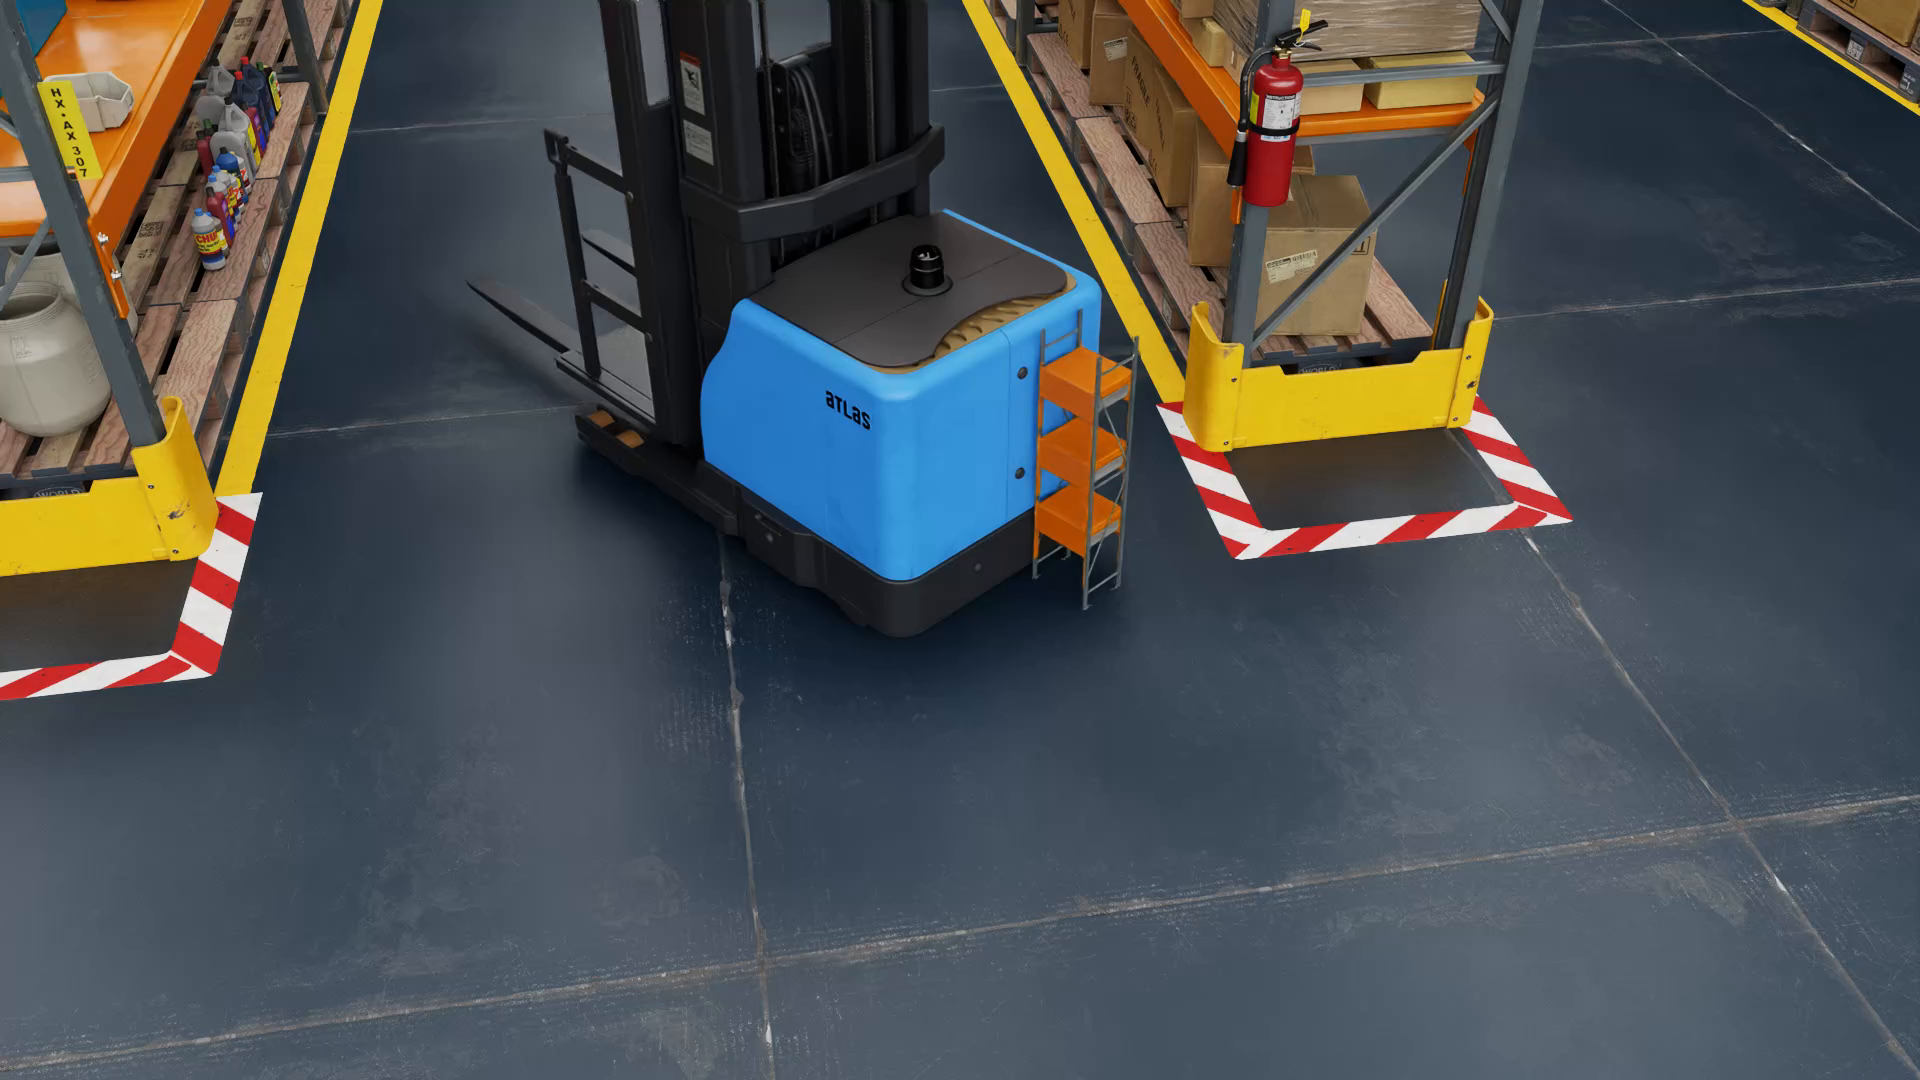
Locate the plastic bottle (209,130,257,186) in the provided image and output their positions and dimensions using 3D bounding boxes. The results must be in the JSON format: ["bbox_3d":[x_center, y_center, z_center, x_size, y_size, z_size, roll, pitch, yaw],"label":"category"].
[{"bbox_3d":[-3.533,-1.868,8.070,0.152,0.276,0.135,-6,38,-7],"label":"plastic bottle"}]

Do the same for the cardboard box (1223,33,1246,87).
[{"bbox_3d":[1.237,-1.855,6.398,0.380,0.149,0.250,-6,38,-8],"label":"cardboard box"}]

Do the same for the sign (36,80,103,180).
[{"bbox_3d":[-2.801,-1.287,5.236,0.100,0.325,0.005,-6,38,-8],"label":"sign"}]

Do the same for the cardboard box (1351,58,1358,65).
[{"bbox_3d":[1.693,-1.905,6.462,0.380,0.149,0.250,-6,38,-8],"label":"cardboard box"}]

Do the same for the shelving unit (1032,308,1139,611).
[{"bbox_3d":[0.422,-0.258,5.727,0.215,1.050,0.252,-31,48,-34],"label":"shelving unit"}]

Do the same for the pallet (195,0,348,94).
[{"bbox_3d":[-4.220,-2.906,9.818,1.003,0.211,1.213,-6,38,-8],"label":"pallet"}]

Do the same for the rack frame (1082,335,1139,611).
[{"bbox_3d":[0.508,-0.205,5.658,0.200,1.050,0.008,-31,48,-34],"label":"rack frame"}]

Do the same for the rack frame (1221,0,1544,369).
[{"bbox_3d":[1.533,-1.654,5.934,1.000,3.000,0.127,-6,38,-8],"label":"rack frame"}]

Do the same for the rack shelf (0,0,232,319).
[{"bbox_3d":[-3.694,-2.045,7.024,1.077,0.370,4.000,-6,38,-8],"label":"rack shelf"}]

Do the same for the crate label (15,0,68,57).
[{"bbox_3d":[-3.932,-2.218,6.631,0.502,0.435,0.616,-6,38,-8],"label":"crate label"}]

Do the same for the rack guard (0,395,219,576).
[{"bbox_3d":[-3.403,-0.175,6.067,1.175,0.500,0.348,-6,38,-8],"label":"rack guard"}]

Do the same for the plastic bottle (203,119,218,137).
[{"bbox_3d":[-3.654,-1.942,8.161,0.061,0.283,0.133,-6,38,-8],"label":"plastic bottle"}]

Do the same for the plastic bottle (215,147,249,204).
[{"bbox_3d":[-3.467,-1.736,7.904,0.097,0.271,0.097,0,38,0],"label":"plastic bottle"}]

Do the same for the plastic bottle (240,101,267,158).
[{"bbox_3d":[-3.544,-2.070,8.325,0.061,0.283,0.133,-4,38,-5],"label":"plastic bottle"}]

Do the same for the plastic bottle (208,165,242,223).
[{"bbox_3d":[-3.432,-1.613,7.747,0.097,0.271,0.097,0,38,0],"label":"plastic bottle"}]

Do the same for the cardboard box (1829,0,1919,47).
[{"bbox_3d":[5.774,-3.481,9.676,0.875,0.875,0.875,-6,38,-7],"label":"cardboard box"}]

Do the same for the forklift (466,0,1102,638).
[{"bbox_3d":[-0.894,-1.625,5.952,1.130,2.935,3.031,-31,48,-34],"label":"forklift"}]

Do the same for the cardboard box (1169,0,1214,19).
[{"bbox_3d":[1.258,-2.435,6.615,0.875,0.500,0.500,-6,38,-8],"label":"cardboard box"}]

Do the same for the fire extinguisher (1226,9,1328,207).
[{"bbox_3d":[1.100,-1.504,5.805,0.296,0.674,0.183,-6,38,-8],"label":"fire extinguisher"}]

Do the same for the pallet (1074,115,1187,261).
[{"bbox_3d":[1.202,-1.828,8.431,1.003,0.211,1.213,-6,38,-8],"label":"pallet"}]

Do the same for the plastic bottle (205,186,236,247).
[{"bbox_3d":[-3.376,-1.489,7.578,0.061,0.283,0.133,-6,38,-7],"label":"plastic bottle"}]

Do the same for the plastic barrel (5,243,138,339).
[{"bbox_3d":[-3.621,-0.996,6.773,0.421,0.512,0.421,0,38,0],"label":"plastic barrel"}]

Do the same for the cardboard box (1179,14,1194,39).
[{"bbox_3d":[1.114,-2.154,6.782,0.380,0.149,0.250,-6,38,-8],"label":"cardboard box"}]

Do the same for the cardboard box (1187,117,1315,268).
[{"bbox_3d":[1.302,-1.569,7.519,0.500,0.500,0.500,3,38,4],"label":"cardboard box"}]

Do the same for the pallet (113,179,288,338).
[{"bbox_3d":[-3.750,-1.287,7.735,1.003,0.211,1.213,-6,38,-8],"label":"pallet"}]

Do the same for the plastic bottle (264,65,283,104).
[{"bbox_3d":[-3.674,-2.420,8.842,0.097,0.201,0.097,0,38,0],"label":"plastic bottle"}]

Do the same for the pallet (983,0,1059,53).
[{"bbox_3d":[0.694,-3.439,10.504,1.003,0.211,1.213,-6,38,-8],"label":"pallet"}]

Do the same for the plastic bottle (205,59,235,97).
[{"bbox_3d":[-3.790,-2.291,8.555,0.144,0.351,0.185,-6,38,-8],"label":"plastic bottle"}]

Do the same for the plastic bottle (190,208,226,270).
[{"bbox_3d":[-3.354,-1.346,7.403,0.097,0.271,0.097,0,38,0],"label":"plastic bottle"}]

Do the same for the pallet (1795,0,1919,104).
[{"bbox_3d":[5.789,-2.973,9.905,1.003,0.211,1.213,-6,38,-8],"label":"pallet"}]

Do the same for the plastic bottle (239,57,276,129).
[{"bbox_3d":[-3.648,-2.307,8.575,0.144,0.351,0.185,-7,38,-9],"label":"plastic bottle"}]

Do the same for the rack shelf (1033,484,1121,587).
[{"bbox_3d":[0.422,-0.030,5.904,0.215,0.259,0.240,-31,48,-34],"label":"rack shelf"}]

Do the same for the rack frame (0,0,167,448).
[{"bbox_3d":[-3.343,-1.121,5.248,1.000,3.000,0.127,-6,38,-8],"label":"rack frame"}]

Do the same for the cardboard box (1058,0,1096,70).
[{"bbox_3d":[0.863,-3.002,9.365,0.500,0.500,0.500,-7,38,-9],"label":"cardboard box"}]

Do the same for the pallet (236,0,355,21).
[{"bbox_3d":[-4.437,-3.644,10.769,1.003,0.211,1.213,-6,38,-8],"label":"pallet"}]

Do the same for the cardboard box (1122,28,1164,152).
[{"bbox_3d":[1.157,-2.291,8.449,0.500,0.500,0.500,-9,39,-12],"label":"cardboard box"}]
